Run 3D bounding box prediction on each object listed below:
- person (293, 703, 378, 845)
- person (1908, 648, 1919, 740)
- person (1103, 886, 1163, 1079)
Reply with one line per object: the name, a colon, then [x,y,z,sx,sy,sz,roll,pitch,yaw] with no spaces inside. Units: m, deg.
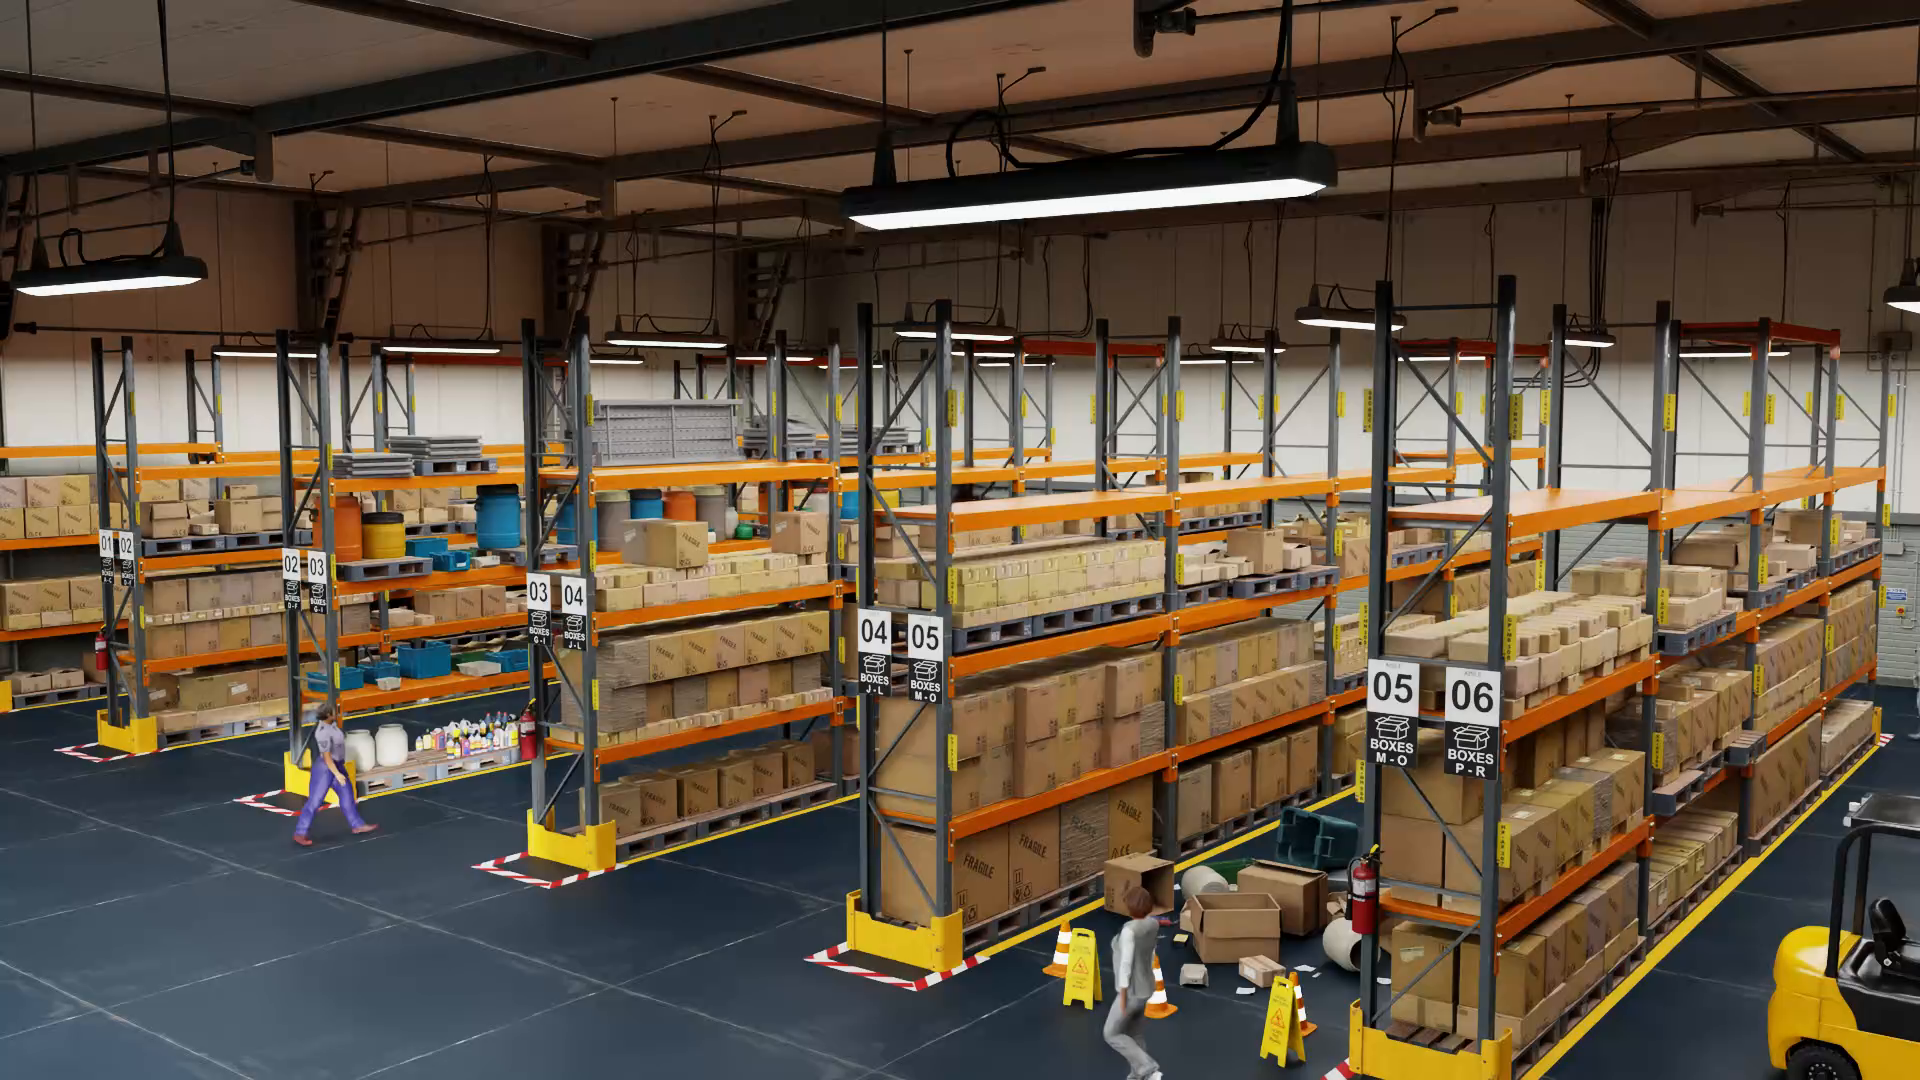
person: [-7.297,2.686,19.339,0.814,1.593,0.699,0,5,-1]
person: [14.585,2.103,25.046,0.474,1.791,0.568,4,6,35]
person: [1.279,3.310,12.114,0.437,1.578,0.445,2,5,18]
